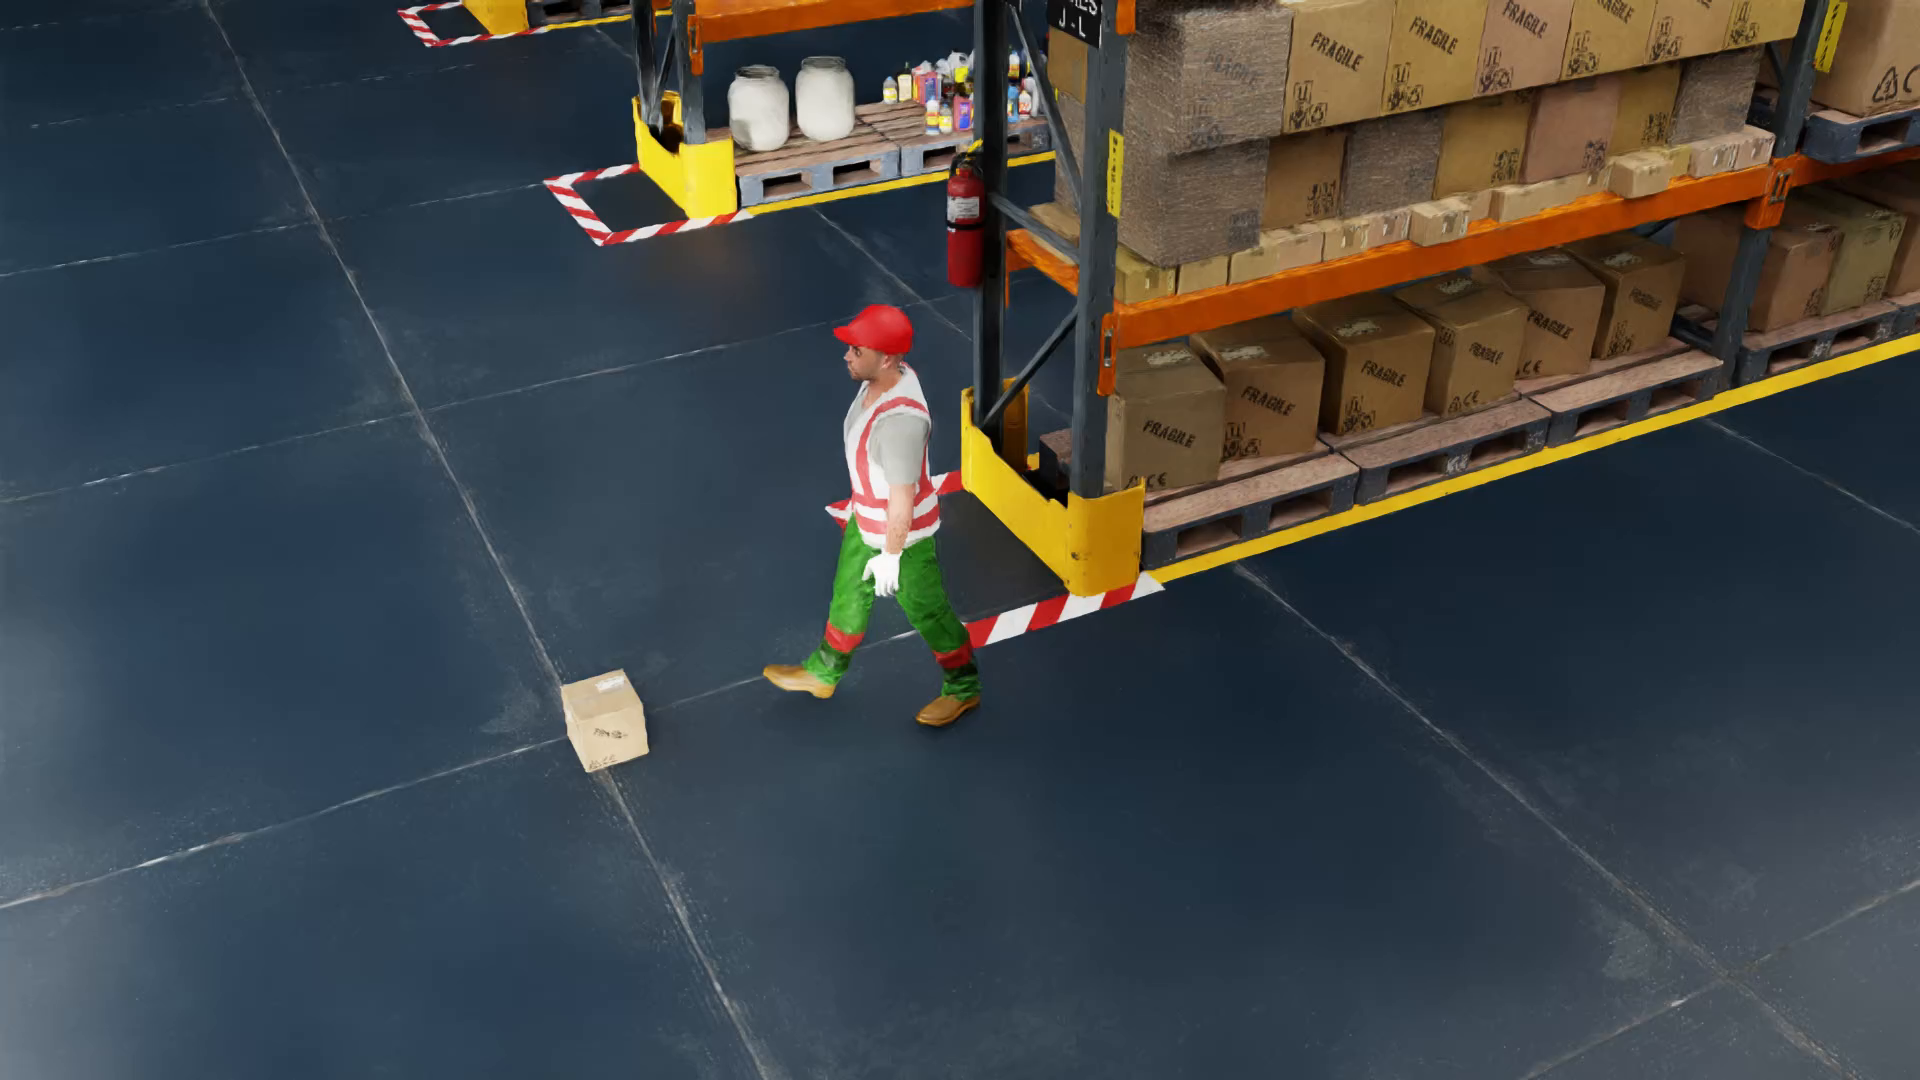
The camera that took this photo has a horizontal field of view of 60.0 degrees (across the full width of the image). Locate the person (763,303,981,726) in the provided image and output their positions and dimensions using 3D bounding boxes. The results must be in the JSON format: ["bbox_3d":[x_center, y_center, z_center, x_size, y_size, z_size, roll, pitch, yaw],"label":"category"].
[{"bbox_3d":[-0.338,-0.062,6.204,0.838,1.766,0.571,-8,34,-12],"label":"person"}]
